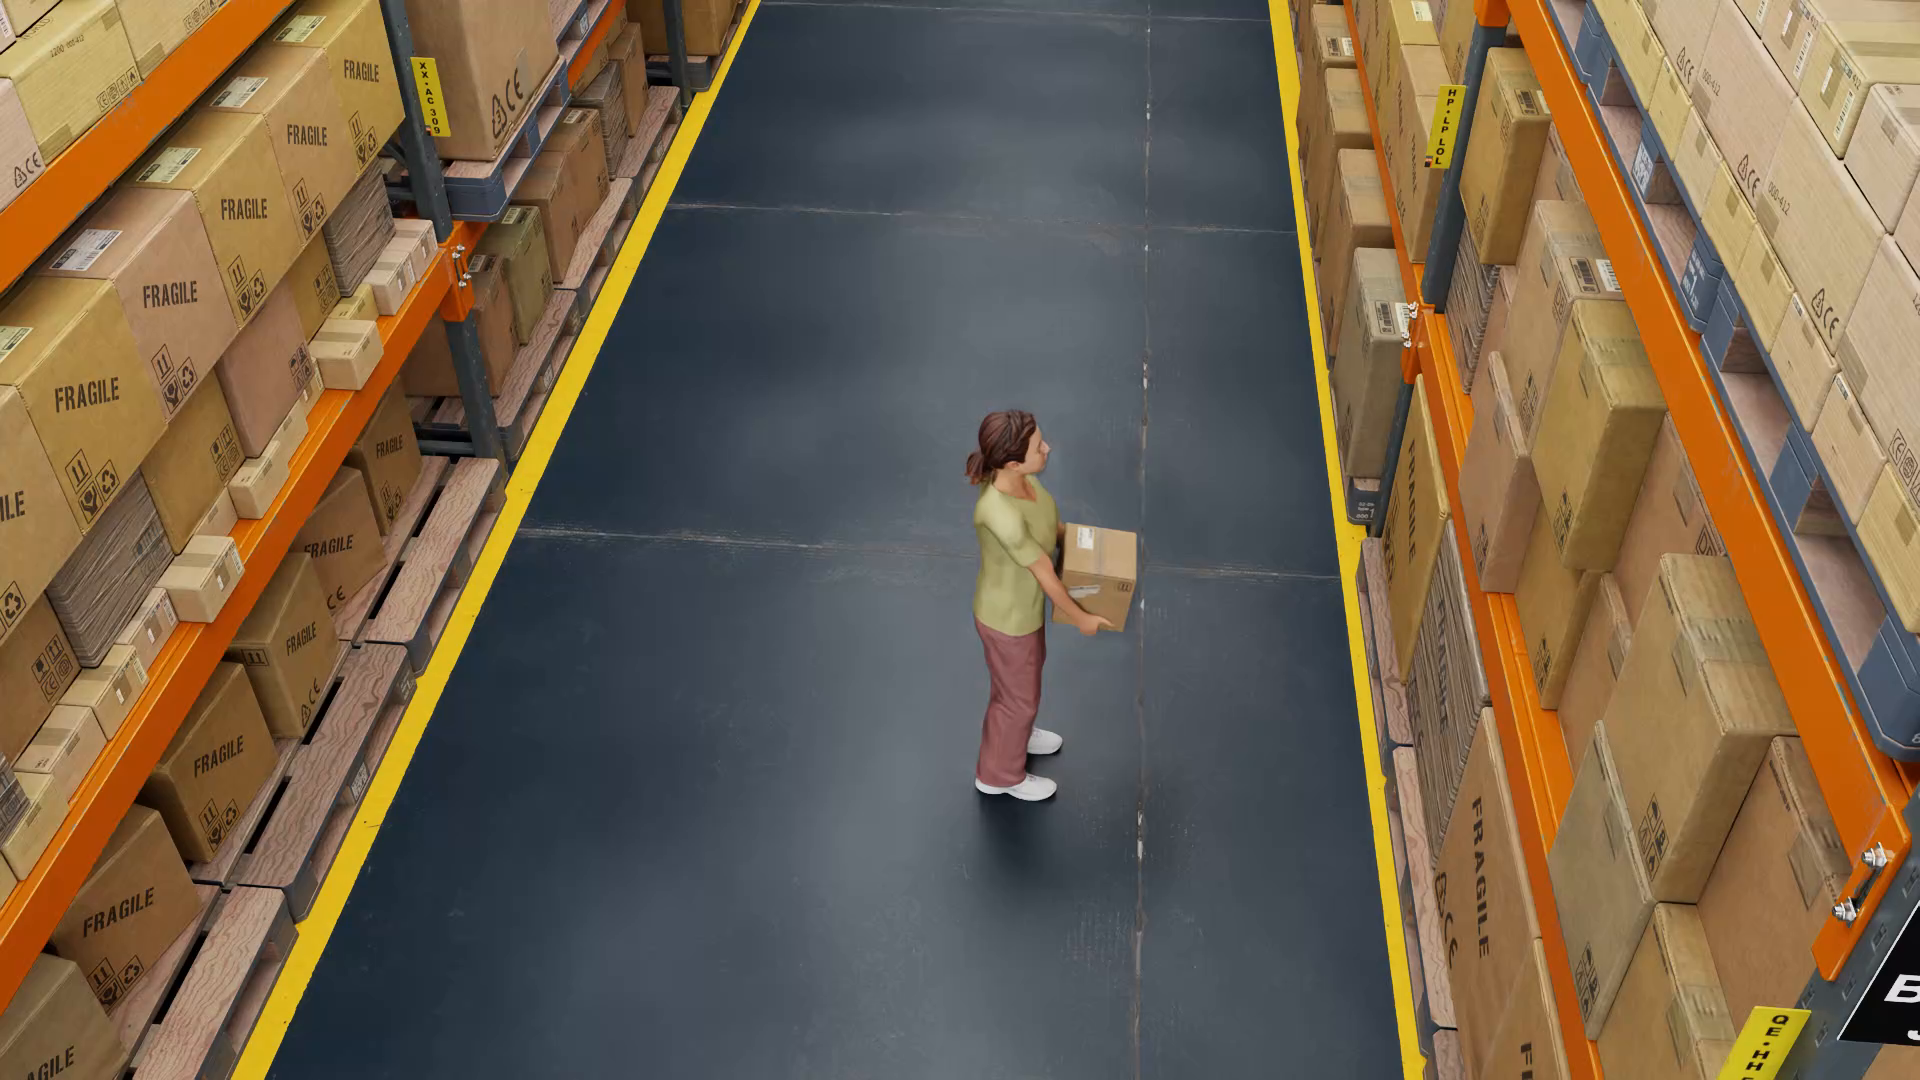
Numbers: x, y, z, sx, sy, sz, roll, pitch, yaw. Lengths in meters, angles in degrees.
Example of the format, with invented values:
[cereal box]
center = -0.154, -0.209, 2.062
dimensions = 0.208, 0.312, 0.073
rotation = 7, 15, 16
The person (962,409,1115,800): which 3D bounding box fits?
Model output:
[person]
center = 0.275, 0.241, 5.882
dimensions = 0.538, 1.668, 0.404
rotation = 3, 40, 4
